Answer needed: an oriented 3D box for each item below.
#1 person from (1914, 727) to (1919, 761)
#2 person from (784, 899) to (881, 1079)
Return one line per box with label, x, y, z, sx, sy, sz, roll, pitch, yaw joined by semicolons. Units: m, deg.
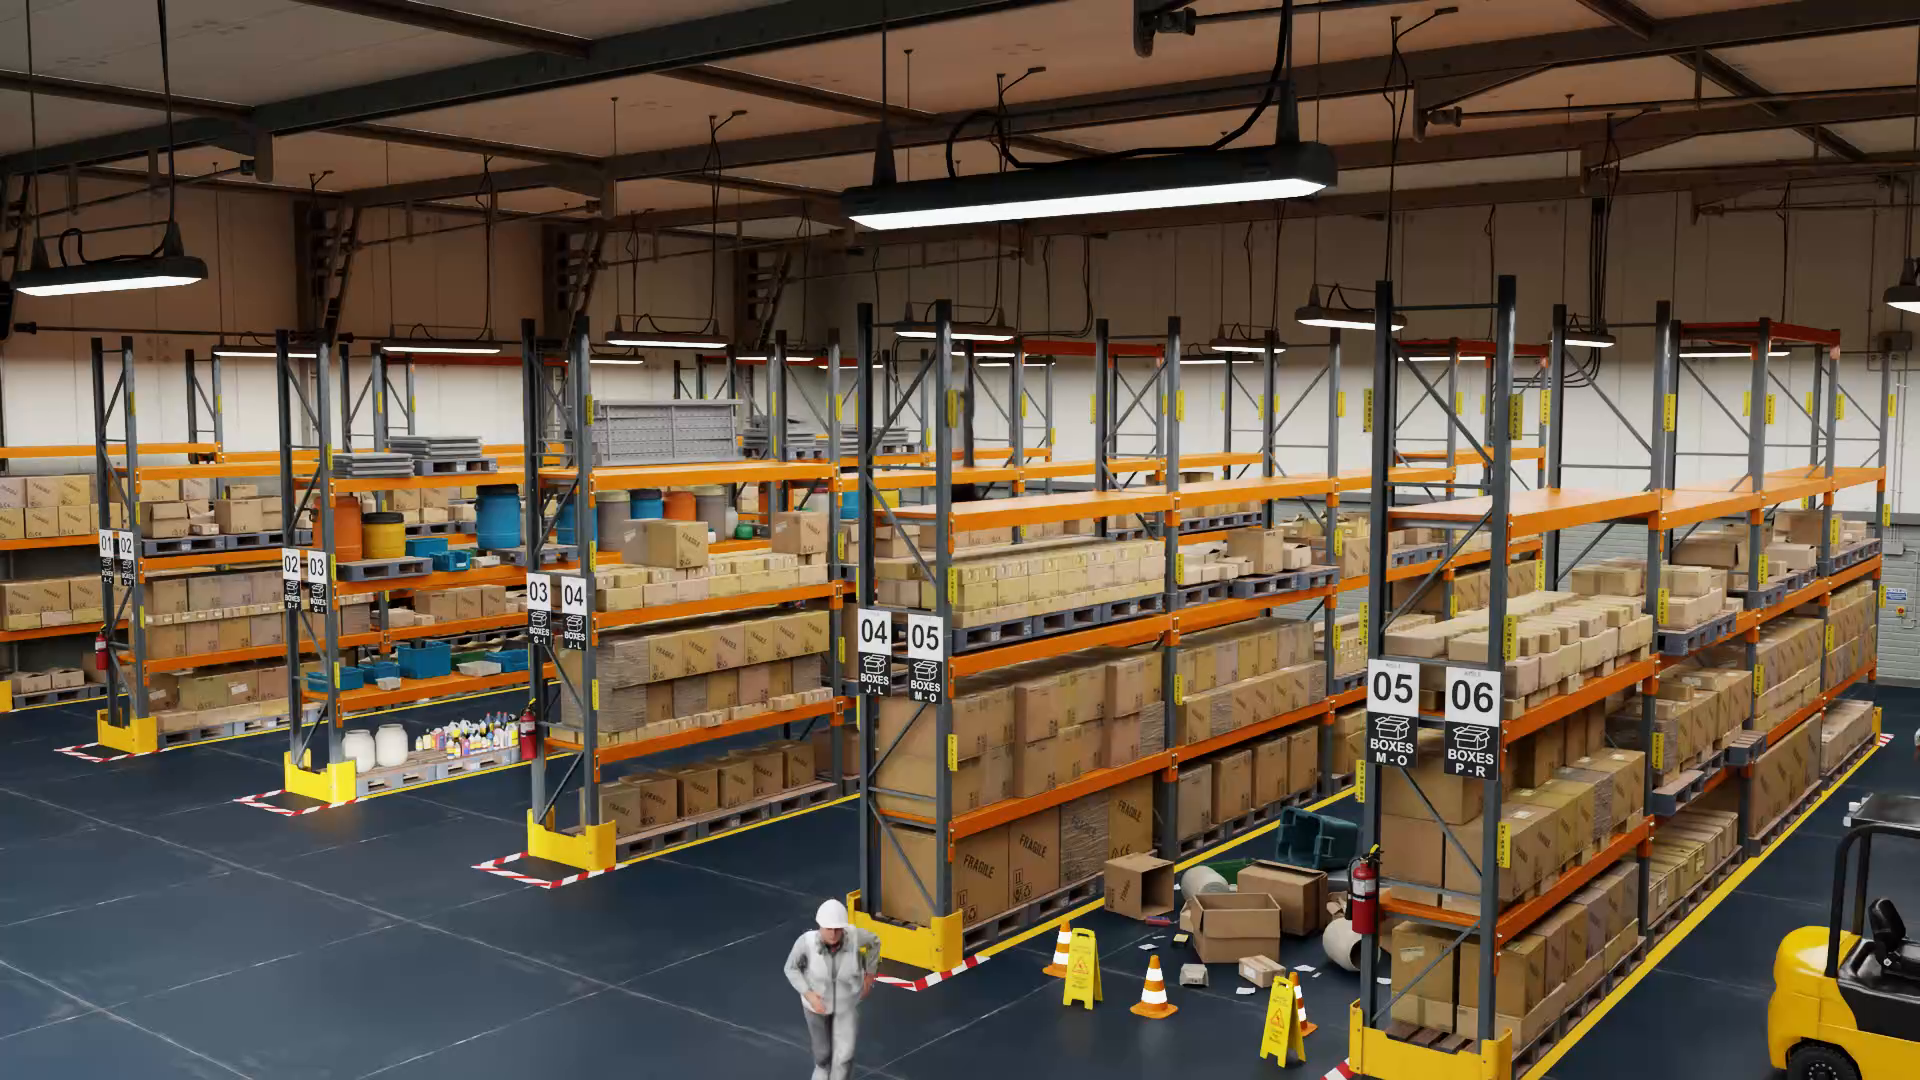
person;11.561;2.637;19.655;0.537;1.586;0.881;2;5;25
person;-0.914;3.310;11.850;0.697;1.732;1.046;-1;5;-11
